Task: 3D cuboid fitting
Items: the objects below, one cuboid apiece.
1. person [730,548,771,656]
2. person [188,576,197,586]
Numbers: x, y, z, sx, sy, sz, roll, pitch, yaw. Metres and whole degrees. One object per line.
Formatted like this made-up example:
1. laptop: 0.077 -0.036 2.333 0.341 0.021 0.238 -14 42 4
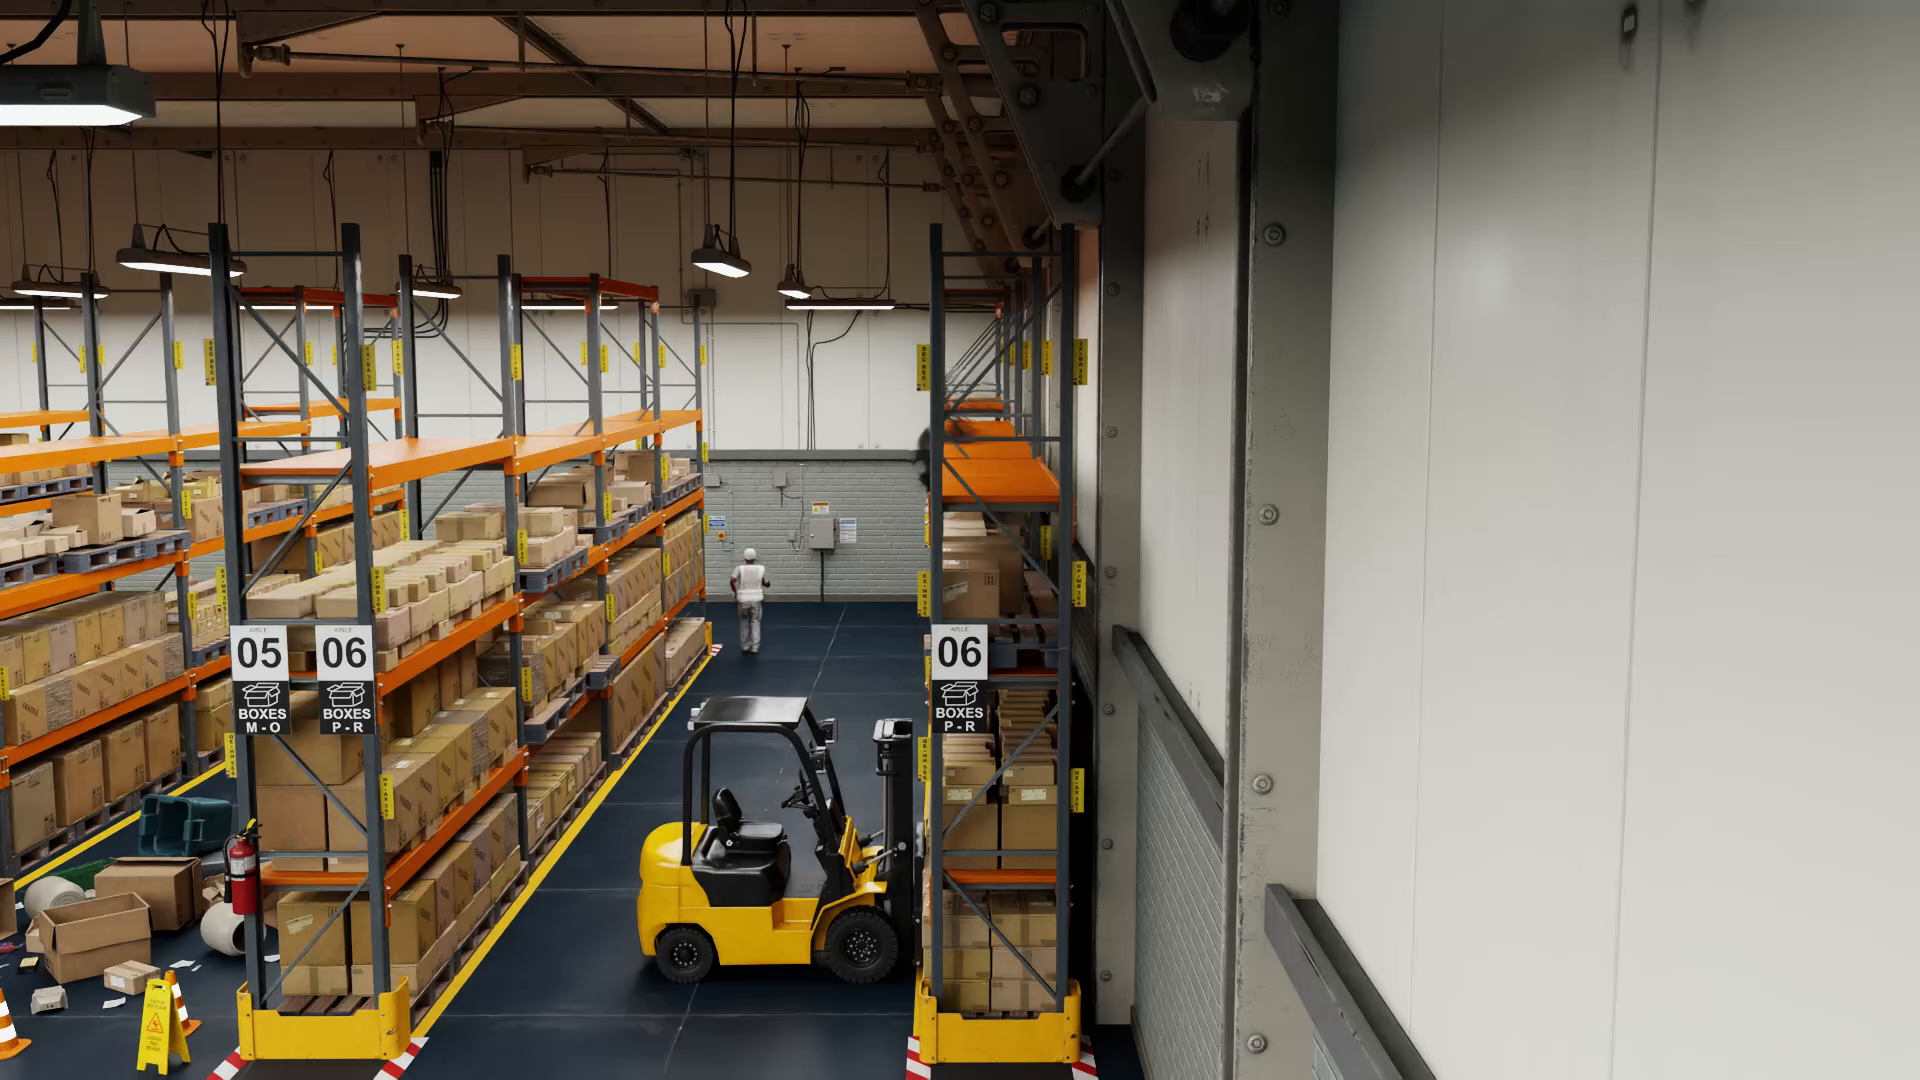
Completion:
1. person: -3.472 1.037 27.574 0.668 1.817 0.817 -1 7 -6
2. person: -11.442 1.411 24.943 0.662 1.759 0.890 1 7 5
